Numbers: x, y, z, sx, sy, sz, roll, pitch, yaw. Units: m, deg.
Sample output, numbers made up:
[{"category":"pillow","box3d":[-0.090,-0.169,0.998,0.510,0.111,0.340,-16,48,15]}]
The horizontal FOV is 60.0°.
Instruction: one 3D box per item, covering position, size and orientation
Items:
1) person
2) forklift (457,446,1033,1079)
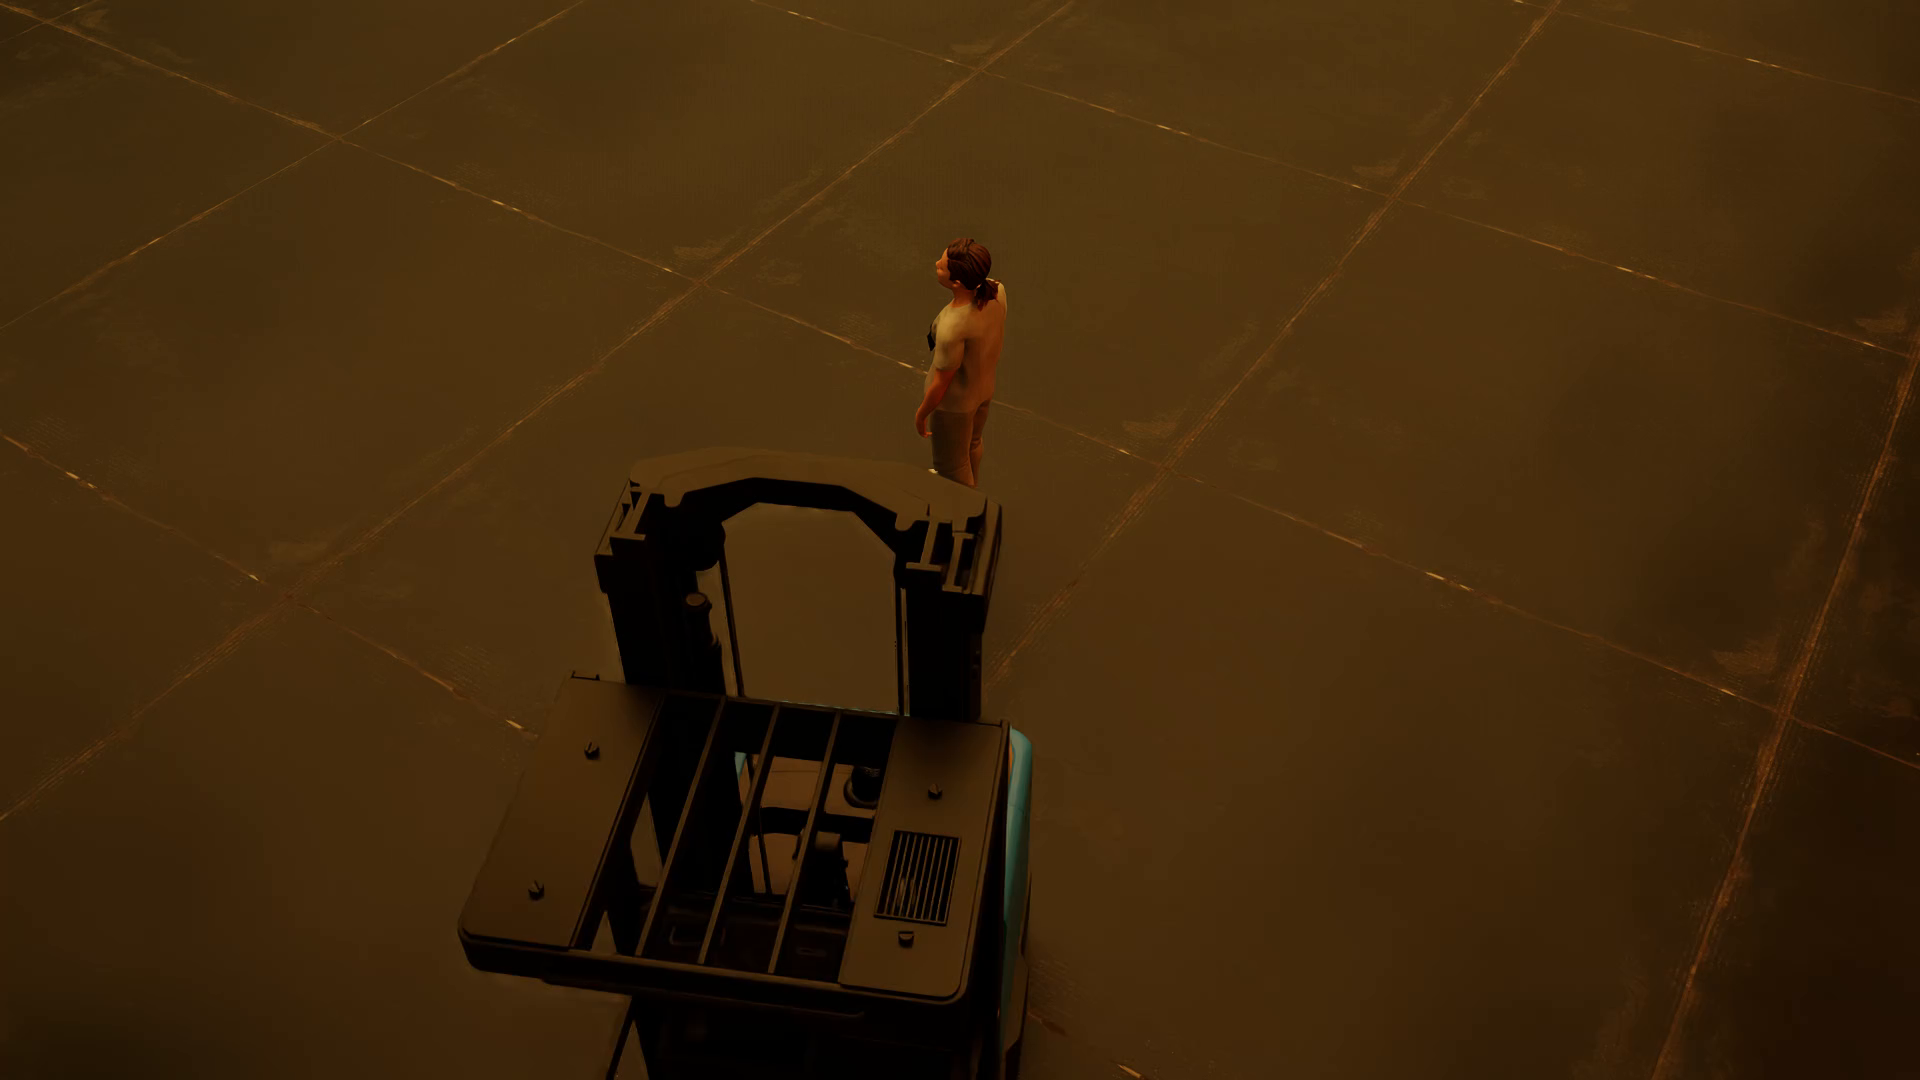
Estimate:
[{"category":"person","box3d":[-0.055,-0.678,7.407,0.547,1.673,0.550,24,48,23]},{"category":"forklift","box3d":[-0.462,1.322,4.454,1.130,2.935,3.031,6,44,6]}]
